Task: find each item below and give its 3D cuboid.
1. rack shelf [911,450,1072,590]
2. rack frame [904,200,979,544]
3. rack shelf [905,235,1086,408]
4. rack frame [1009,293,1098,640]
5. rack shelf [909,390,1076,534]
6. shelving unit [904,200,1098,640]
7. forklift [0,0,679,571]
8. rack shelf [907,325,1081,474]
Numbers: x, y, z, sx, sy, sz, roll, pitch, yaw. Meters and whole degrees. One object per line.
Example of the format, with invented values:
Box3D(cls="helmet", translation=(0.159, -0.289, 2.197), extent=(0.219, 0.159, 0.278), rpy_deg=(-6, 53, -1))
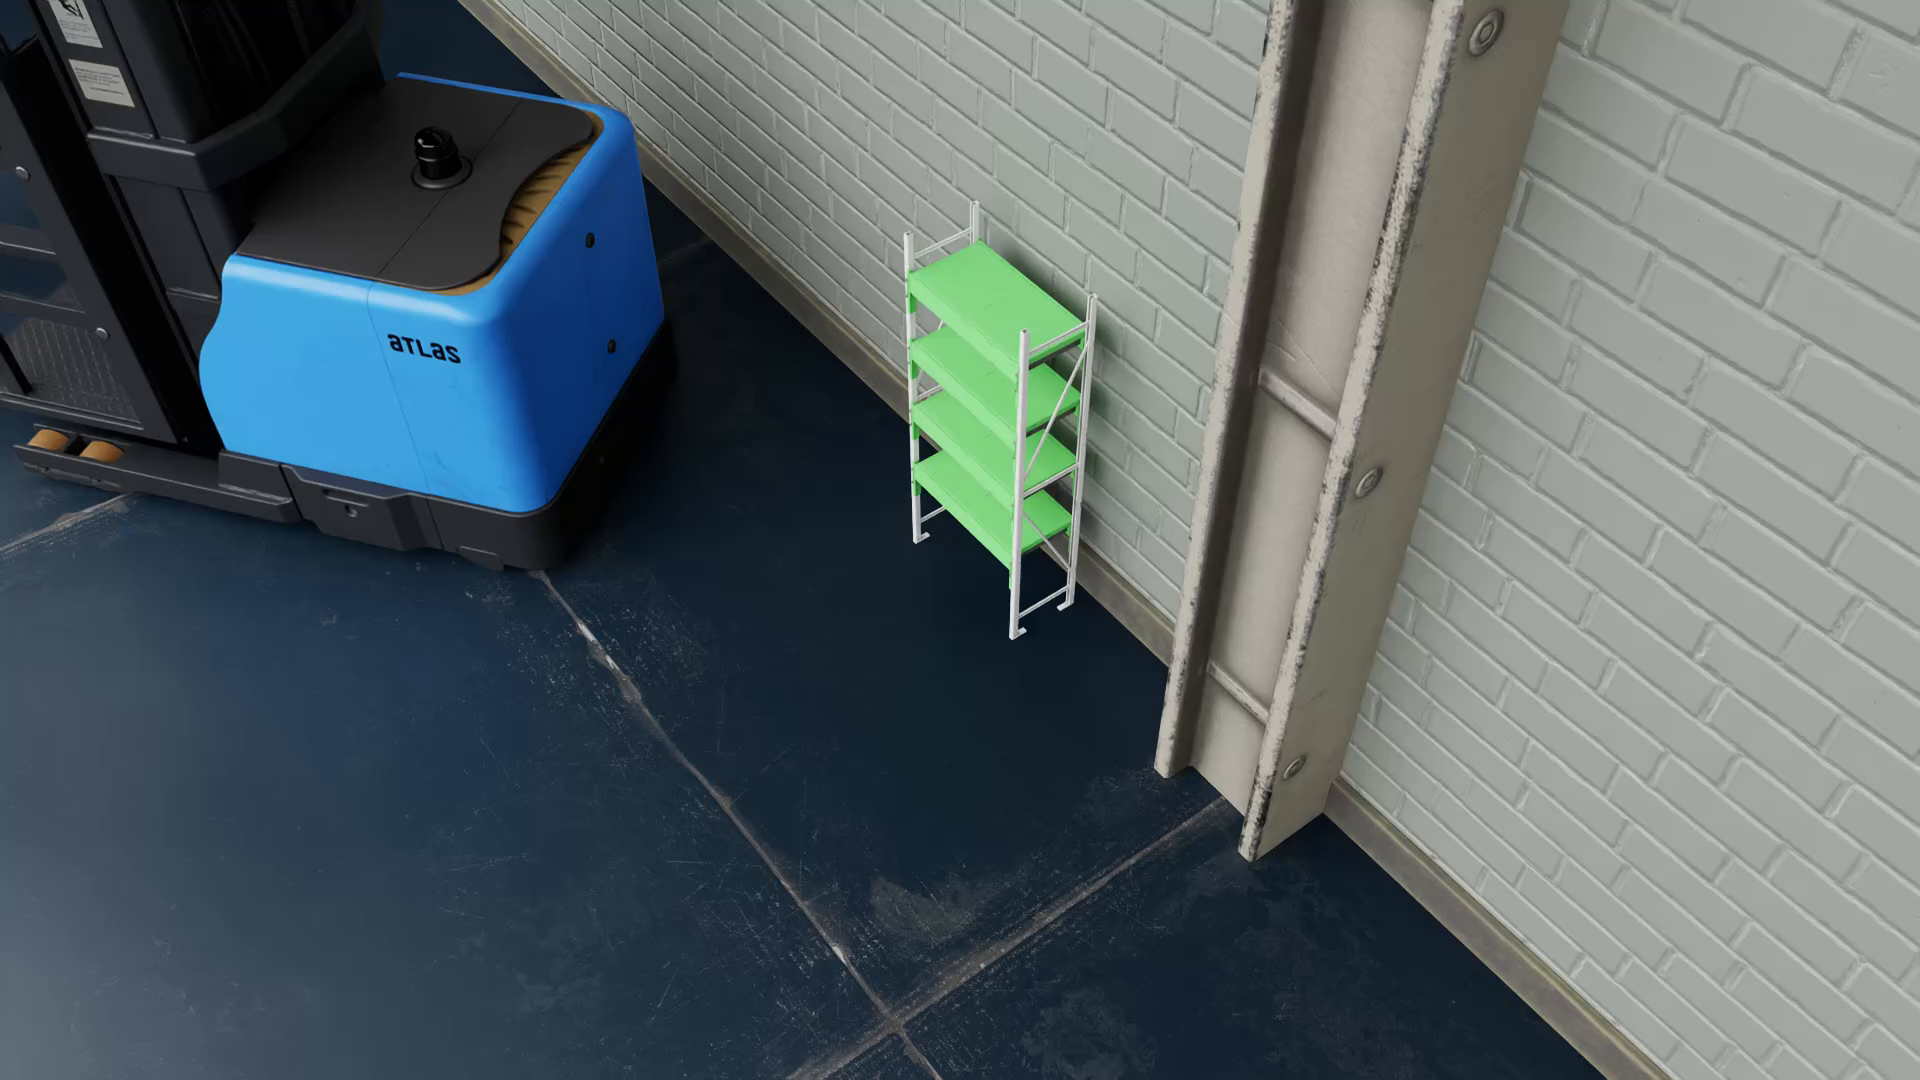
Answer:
Box3D(cls="rack shelf", translation=(0.100, -0.101, 4.942), extent=(0.258, 0.148, 0.480), rpy_deg=(-29, 54, -24))
Box3D(cls="rack frame", translation=(-0.048, -0.449, 4.847), extent=(0.240, 1.200, 0.015), rpy_deg=(-29, 54, -24))
Box3D(cls="rack shelf", translation=(0.100, -0.585, 4.409), extent=(0.258, 0.148, 0.480), rpy_deg=(-29, 54, -24))
Box3D(cls="rack frame", translation=(0.248, -0.162, 4.587), extent=(0.240, 1.200, 0.015), rpy_deg=(-29, 54, -24))
Box3D(cls="rack shelf", translation=(0.100, -0.262, 4.764), extent=(0.258, 0.148, 0.480), rpy_deg=(-29, 54, -24))
Box3D(cls="shelving unit", translation=(0.100, -0.305, 4.717), extent=(0.258, 1.200, 0.503), rpy_deg=(-29, 54, -24))
Box3D(cls="forklift", translation=(-2.537, -1.506, 4.637), extent=(3.031, 2.935, 1.130), rpy_deg=(12, 49, 11))
Box3D(cls="rack shelf", translation=(0.100, -0.424, 4.587), extent=(0.258, 0.148, 0.480), rpy_deg=(-29, 54, -24))
